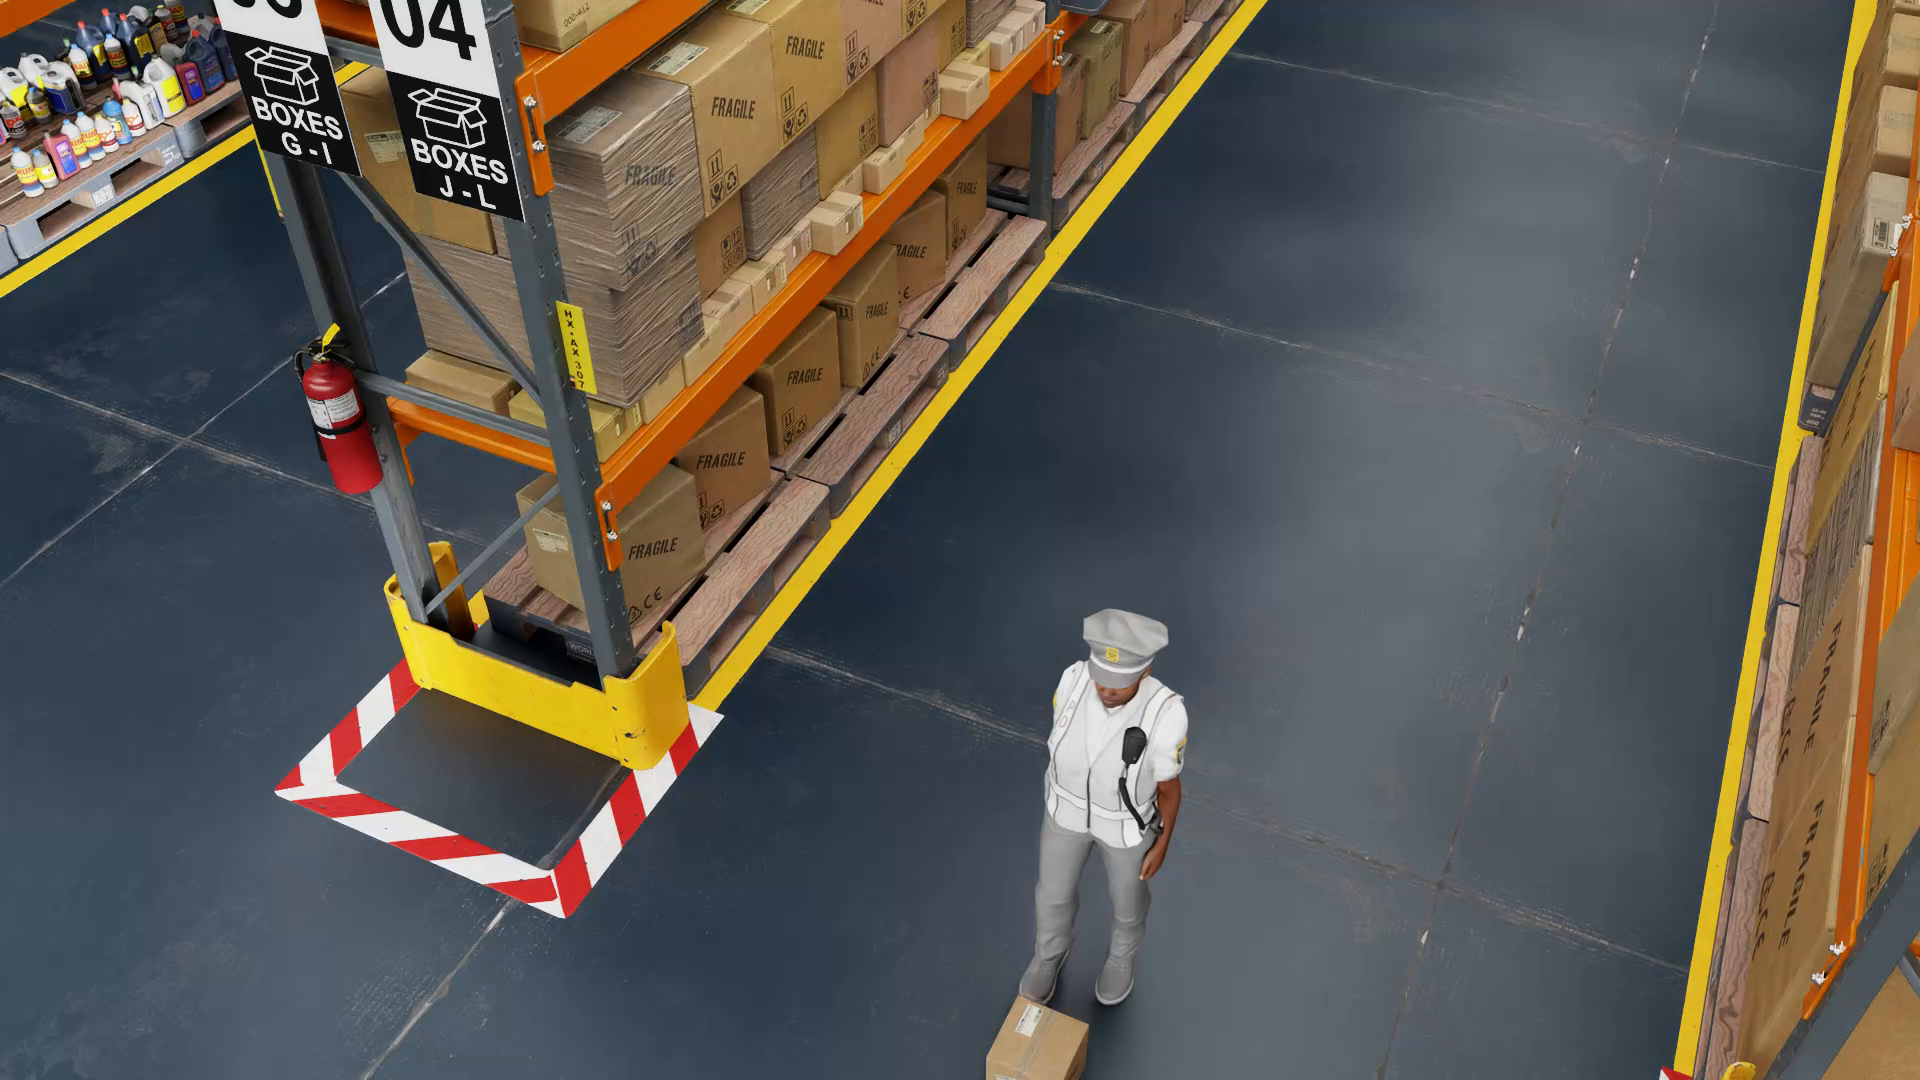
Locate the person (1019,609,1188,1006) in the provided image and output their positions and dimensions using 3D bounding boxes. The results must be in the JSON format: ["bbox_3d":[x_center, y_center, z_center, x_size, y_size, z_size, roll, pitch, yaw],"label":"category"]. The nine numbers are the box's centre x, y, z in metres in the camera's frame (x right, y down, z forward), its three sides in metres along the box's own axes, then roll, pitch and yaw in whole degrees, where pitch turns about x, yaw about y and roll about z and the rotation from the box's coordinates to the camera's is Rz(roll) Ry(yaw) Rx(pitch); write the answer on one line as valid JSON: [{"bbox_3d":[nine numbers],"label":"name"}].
[{"bbox_3d":[0.443,0.889,5.173,0.441,1.676,0.428,19,45,19],"label":"person"}]
